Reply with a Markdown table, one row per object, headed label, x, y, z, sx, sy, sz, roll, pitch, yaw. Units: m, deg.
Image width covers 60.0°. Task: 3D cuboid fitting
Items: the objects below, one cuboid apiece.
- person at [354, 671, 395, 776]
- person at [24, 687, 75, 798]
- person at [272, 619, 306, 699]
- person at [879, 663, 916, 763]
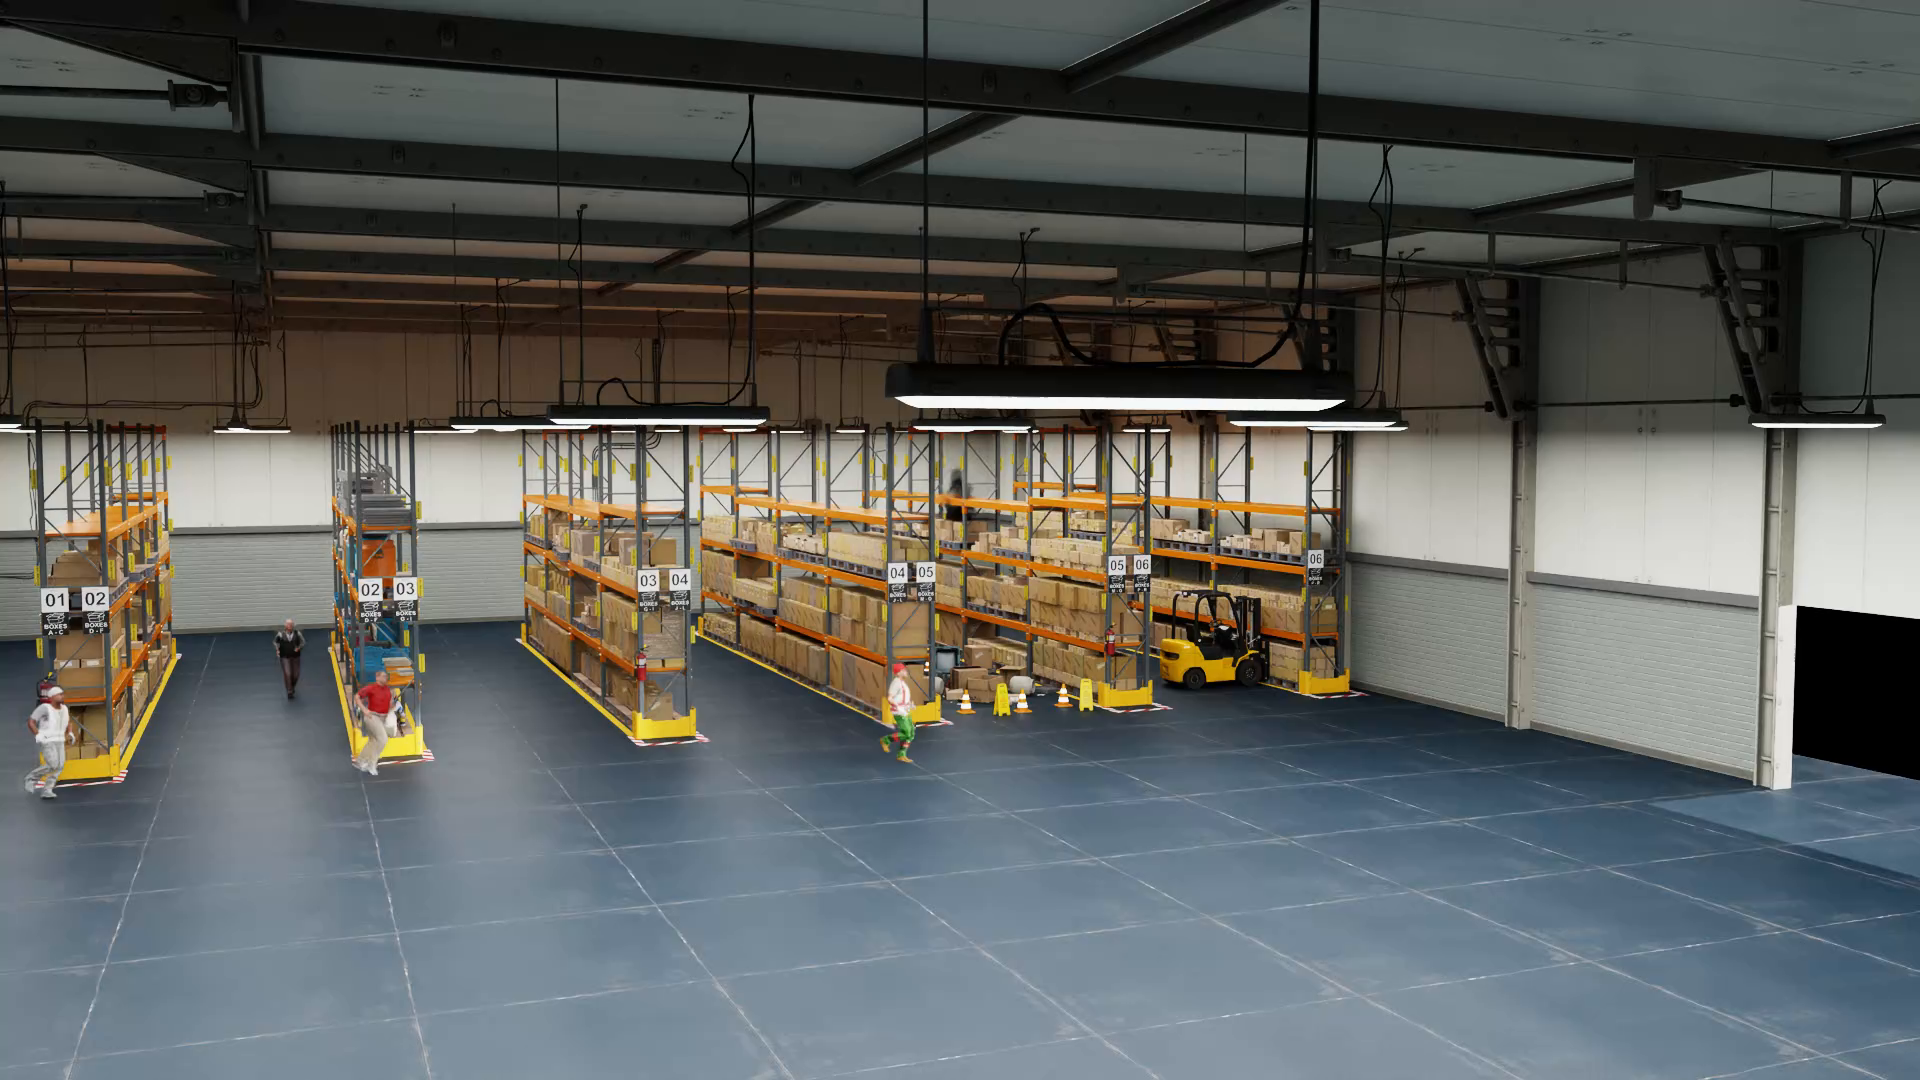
| label | x | y | z | sx | sy | sz | roll | pitch | yaw |
| --- | --- | --- | --- | --- | --- | --- | --- | --- | --- |
| person | -9.960 | 3.112 | 28.376 | 0.686 | 1.745 | 0.702 | 1 | 4 | 11 |
| person | -14.477 | 3.207 | 26.510 | 0.580 | 1.726 | 0.742 | 1 | 4 | 13 |
| person | -14.673 | 2.590 | 36.399 | 0.659 | 1.710 | 0.802 | -2 | 4 | -30 |
| person | -1.104 | 3.036 | 29.253 | 0.601 | 1.752 | 0.664 | 1 | 4 | 13 |
